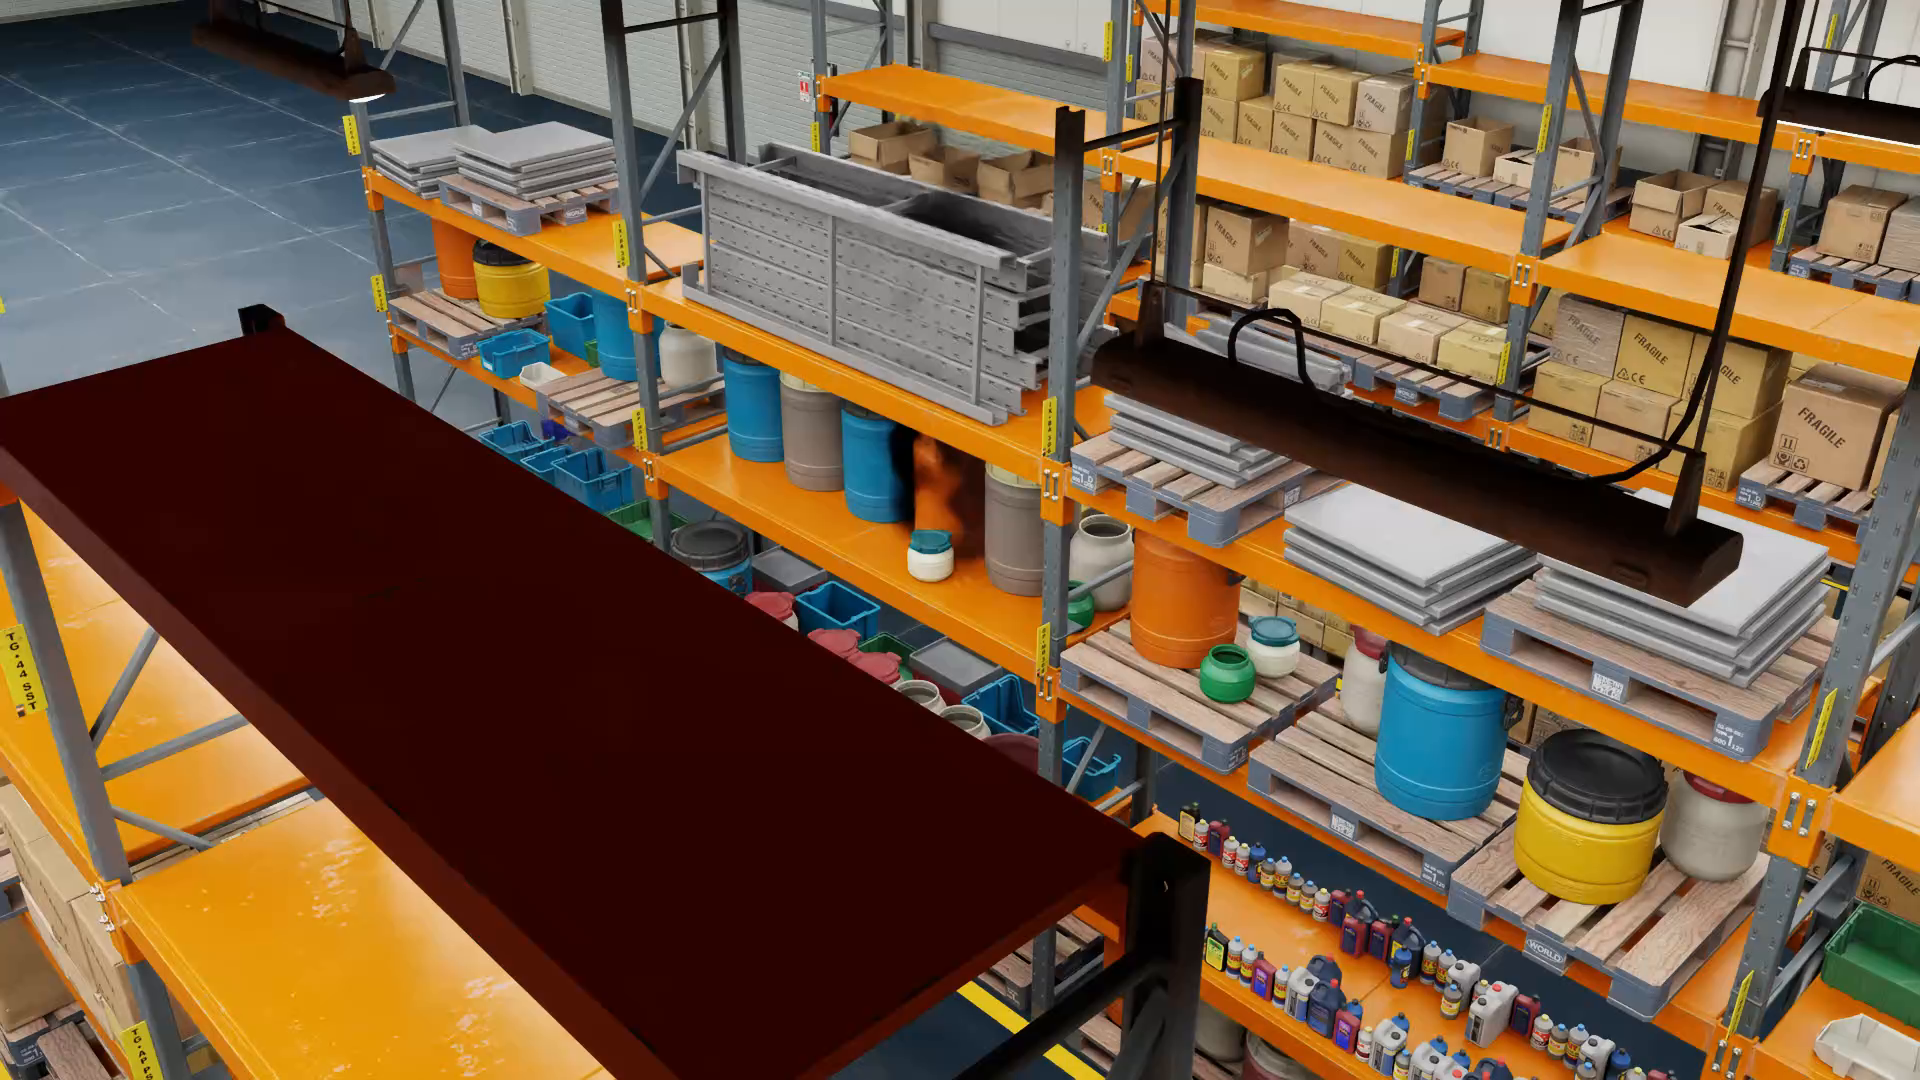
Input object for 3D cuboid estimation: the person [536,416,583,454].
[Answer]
[{"bbox_3d":[-4.049,-0.938,16.901,0.533,1.602,0.631,8,29,15],"label":"person"}]
